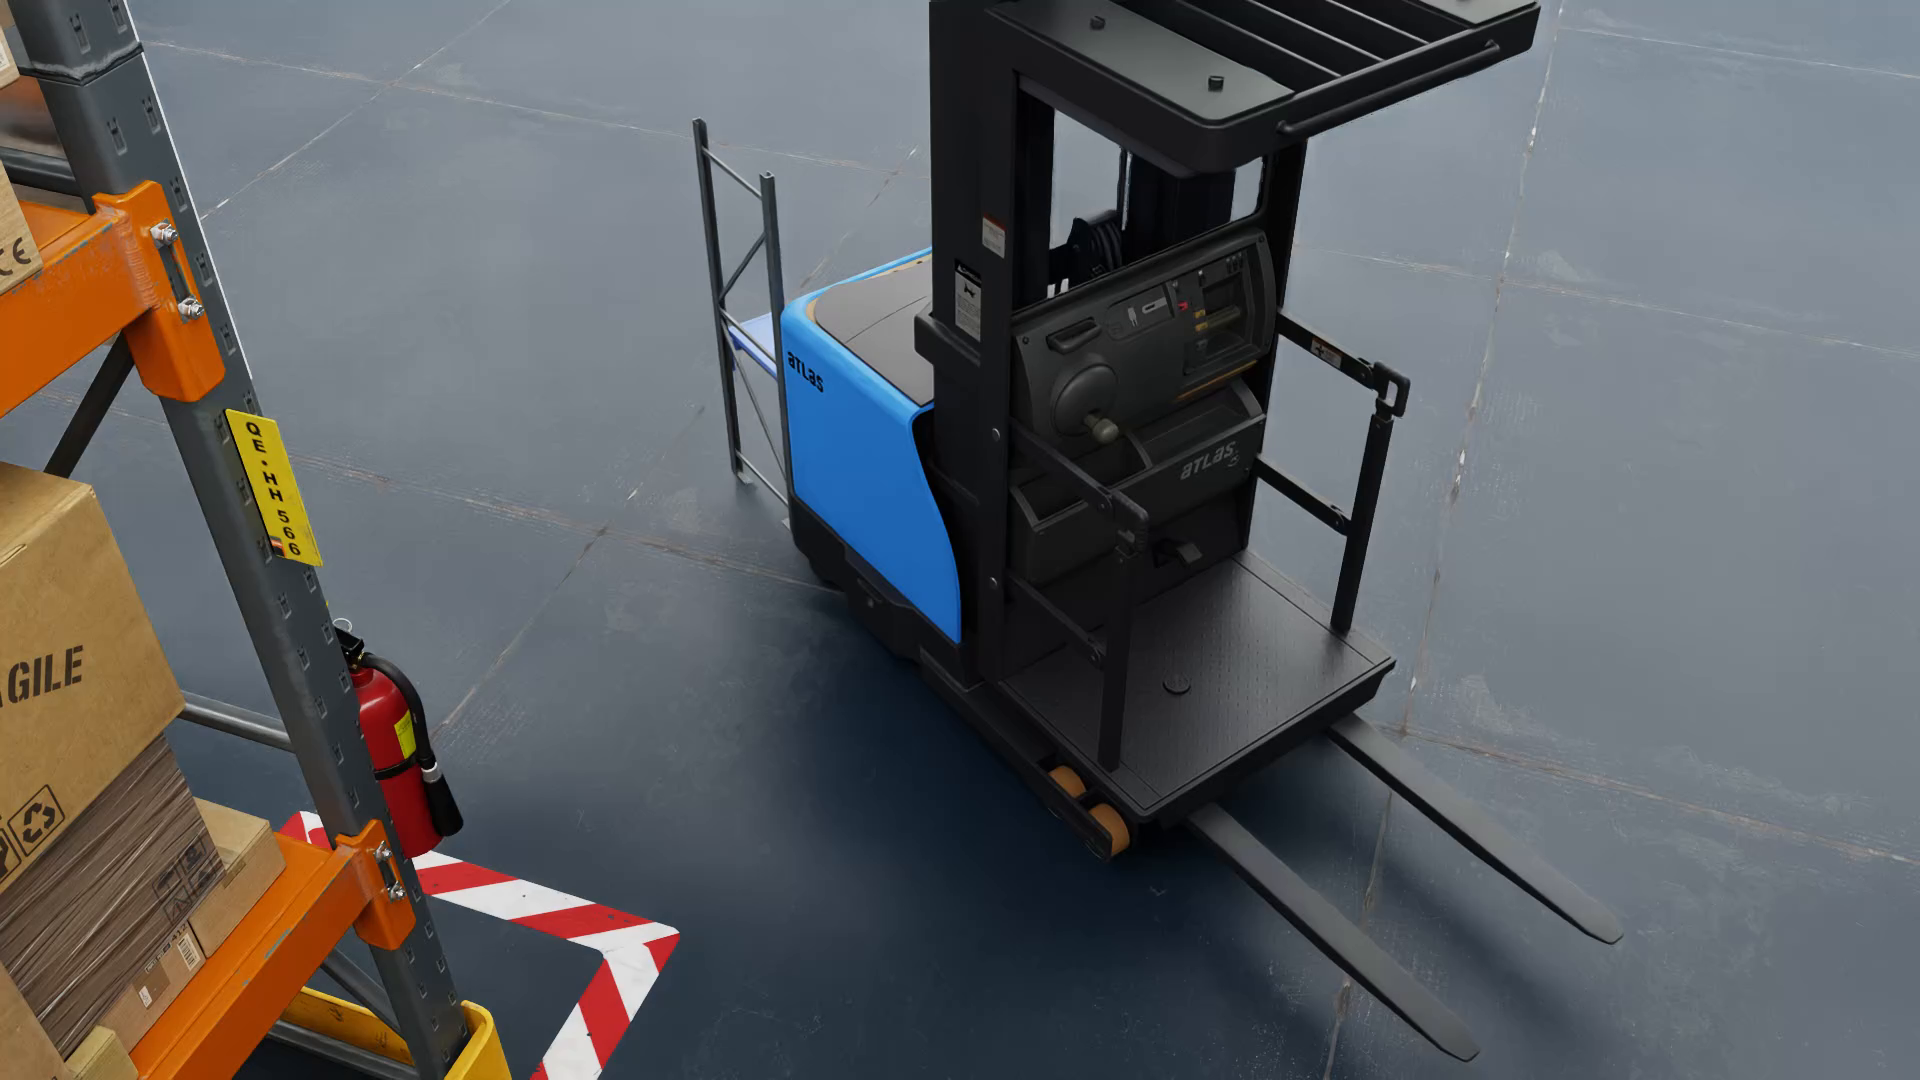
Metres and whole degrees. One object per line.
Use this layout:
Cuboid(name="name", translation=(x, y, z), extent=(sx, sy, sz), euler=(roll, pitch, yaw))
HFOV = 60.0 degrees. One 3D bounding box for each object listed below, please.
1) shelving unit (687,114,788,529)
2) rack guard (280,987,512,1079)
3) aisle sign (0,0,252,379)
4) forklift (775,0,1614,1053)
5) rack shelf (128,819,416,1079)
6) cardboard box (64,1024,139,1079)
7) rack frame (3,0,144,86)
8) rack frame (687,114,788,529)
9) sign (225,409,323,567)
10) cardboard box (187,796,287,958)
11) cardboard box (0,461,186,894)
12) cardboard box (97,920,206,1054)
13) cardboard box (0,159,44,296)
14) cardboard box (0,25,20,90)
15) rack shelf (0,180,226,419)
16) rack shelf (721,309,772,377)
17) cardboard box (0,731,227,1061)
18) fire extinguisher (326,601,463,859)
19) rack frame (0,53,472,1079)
Cuboid(name="shelving unit", translation=(-0.351, -0.924, 6.178), extent=(1.048, 1.500, 0.538), euler=(-24, 46, -26))
Cuboid(name="rack guard", translation=(-1.736, 1.336, 4.298), extent=(1.175, 0.500, 0.348), euler=(13, 42, 15))
Cuboid(name="aisle sign", translation=(-1.407, -0.621, 2.664), extent=(0.394, 0.787, 0.004), euler=(13, 42, 15))
Cuboid(name="forklift", translation=(0.652, -0.522, 4.603), extent=(1.130, 2.935, 3.031), euler=(-26, 47, -27))
Cuboid(name="rack shelf", translation=(-2.394, 1.833, 2.345), extent=(1.077, 0.370, 4.000), euler=(13, 42, 15))
Cuboid(name="cardboard box", translation=(-1.737, 0.971, 2.995), extent=(0.380, 0.149, 0.250), euler=(13, 42, 15))
Cuboid(name="rack frame", translation=(-1.710, -1.943, 1.594), extent=(1.000, 3.000, 0.127), euler=(13, 42, 15))
Cuboid(name="rack frame", translation=(-0.767, -0.735, 5.956), extent=(0.032, 1.500, 0.500), euler=(-24, 46, -26))
Cuboid(name="sign", translation=(-1.195, -0.086, 2.904), extent=(0.100, 0.325, 0.005), euler=(13, 42, 15))
Cuboid(name="cardboard box", translation=(-1.613, 0.654, 3.366), extent=(0.380, 0.149, 0.250), euler=(13, 42, 15))
Cuboid(name="cardboard box", translation=(-1.666, 0.198, 2.630), extent=(0.500, 0.500, 0.500), euler=(13, 42, 15))
Cuboid(name="cardboard box", translation=(-1.699, 0.807, 3.187), extent=(0.380, 0.149, 0.250), euler=(13, 42, 15))
Cuboid(name="cardboard box", translation=(-1.636, -0.395, 2.206), extent=(0.500, 0.250, 0.500), euler=(14, 42, 16))
Cuboid(name="cardboard box", translation=(-1.512, -0.658, 2.208), extent=(0.380, 0.149, 0.250), euler=(13, 42, 15))
Cuboid(name="rack shelf", translation=(-2.394, 0.691, 1.372), extent=(1.077, 0.370, 4.000), euler=(13, 42, 15))
Cuboid(name="rack shelf", translation=(-0.351, -0.787, 6.294), extent=(1.000, 0.185, 0.538), euler=(-24, 46, -26))
Cuboid(name="cardboard box", translation=(-1.924, 0.517, 3.026), extent=(0.875, 0.500, 0.500), euler=(13, 42, 15))
Cuboid(name="fire extinguisher", translation=(-1.238, 0.401, 3.529), extent=(0.296, 0.674, 0.183), euler=(13, 42, 15))
Cuboid(name="rack frame", translation=(-1.710, 0.339, 3.541), extent=(1.000, 3.000, 0.127), euler=(13, 42, 15))
